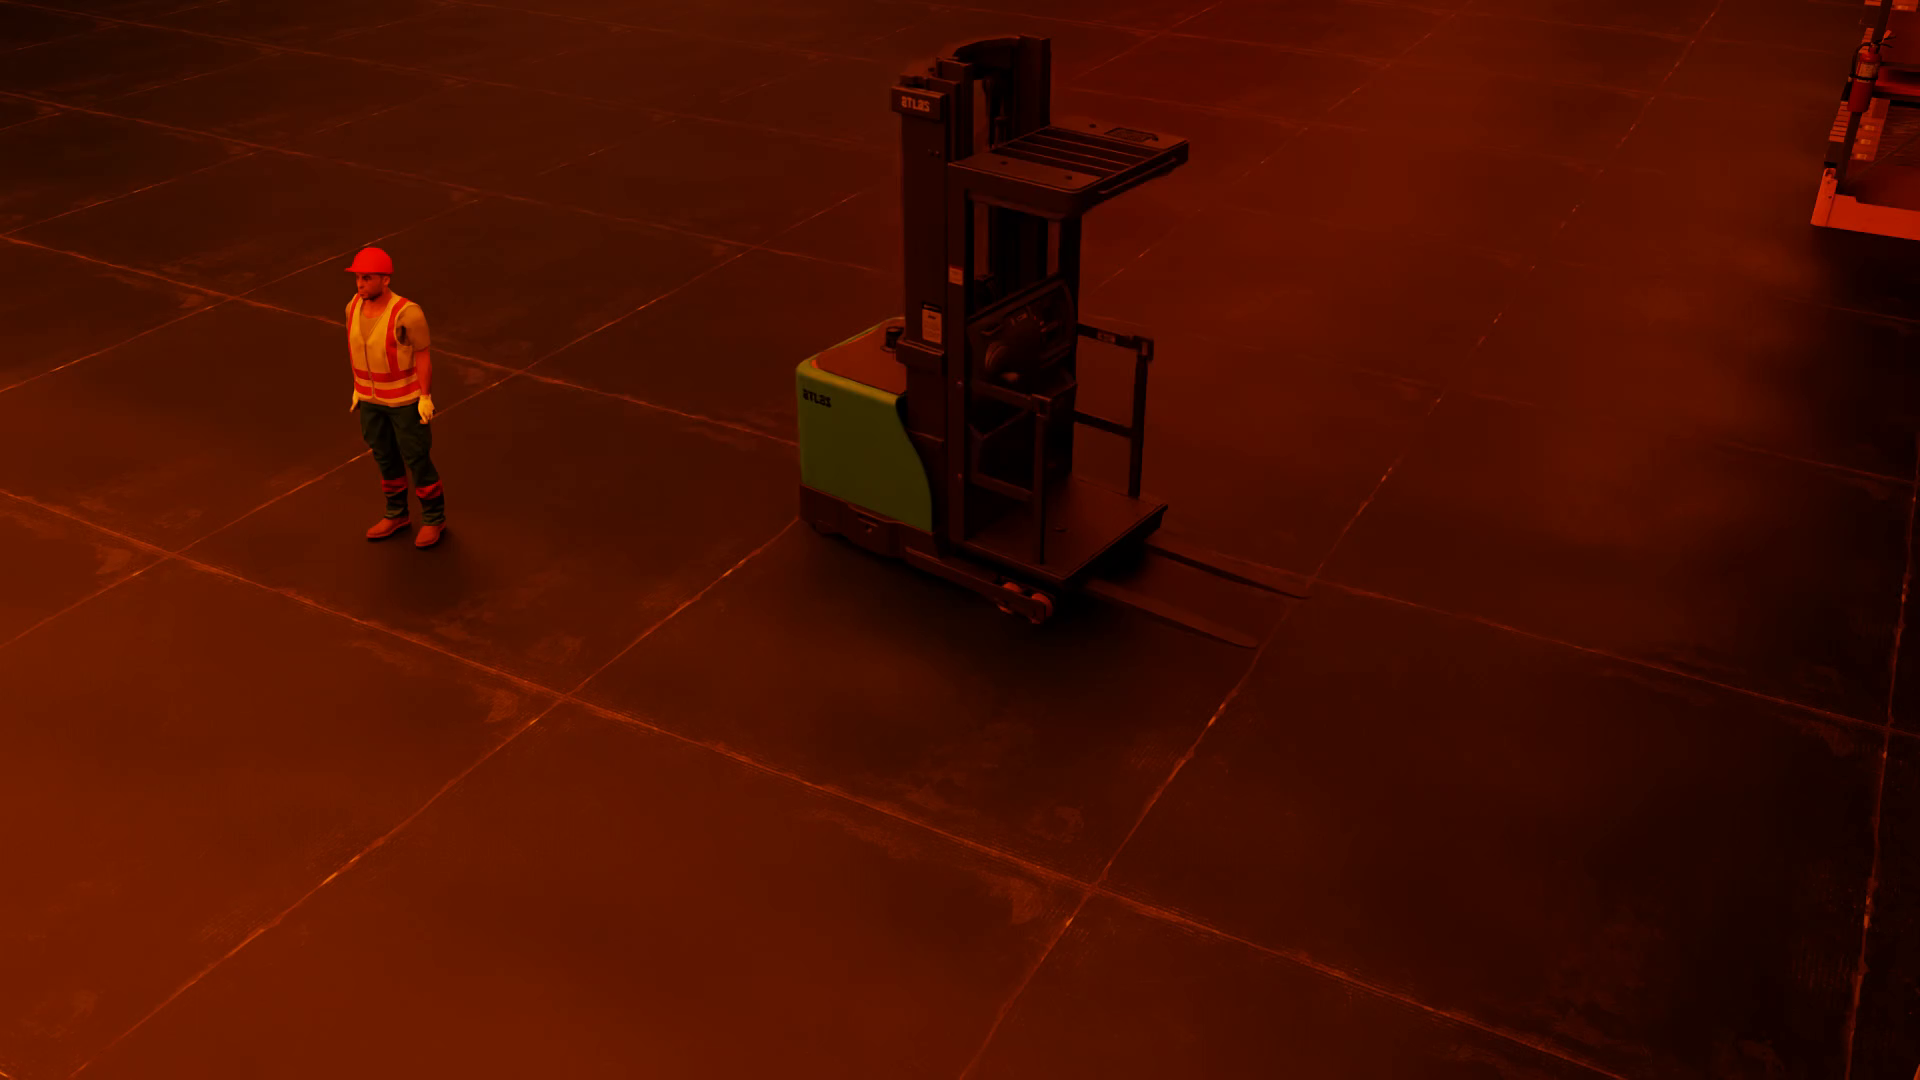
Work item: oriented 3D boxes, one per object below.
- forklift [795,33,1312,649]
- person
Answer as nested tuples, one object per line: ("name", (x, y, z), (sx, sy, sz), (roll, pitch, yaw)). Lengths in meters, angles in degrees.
("forklift", (0.509, -1.106, 8.986), (3.031, 2.935, 1.130), (21, 36, 31))
("person", (-3.298, -0.819, 9.632), (0.543, 1.794, 0.372), (9, 31, 16))
